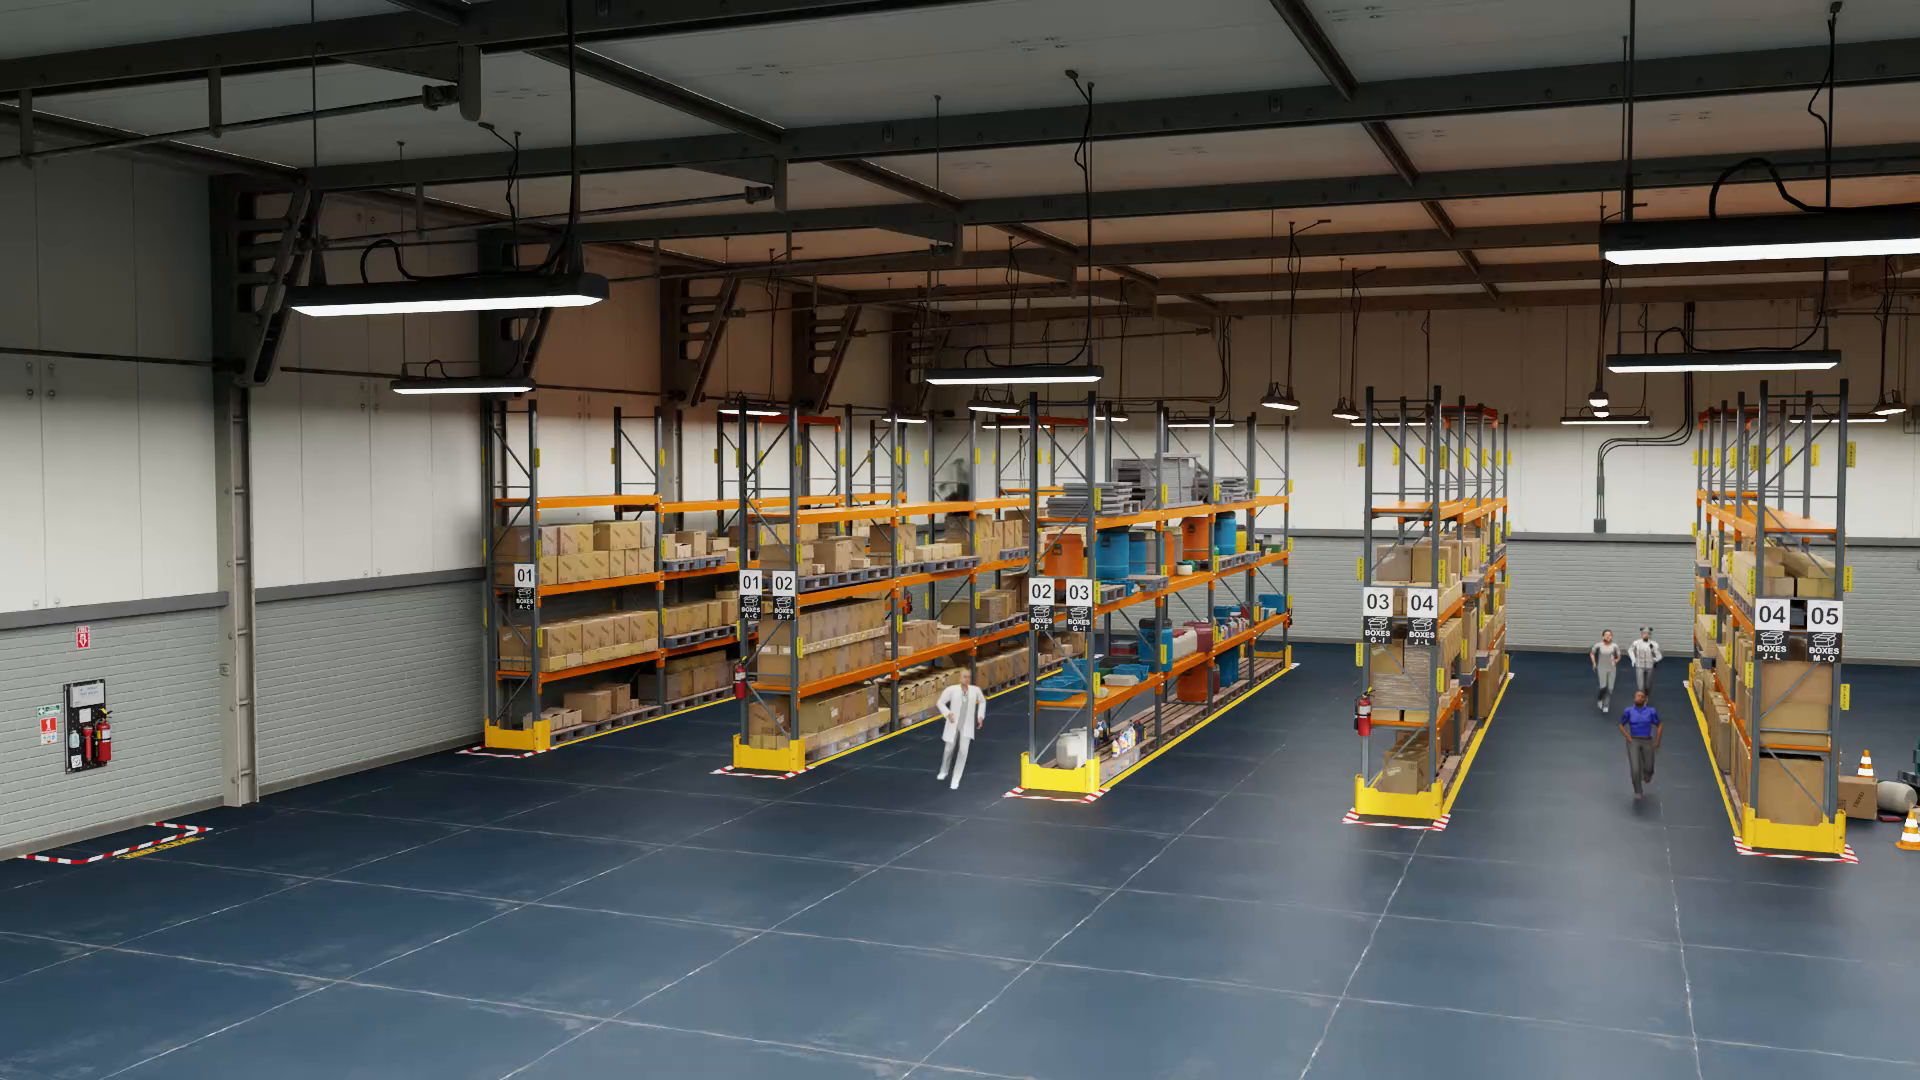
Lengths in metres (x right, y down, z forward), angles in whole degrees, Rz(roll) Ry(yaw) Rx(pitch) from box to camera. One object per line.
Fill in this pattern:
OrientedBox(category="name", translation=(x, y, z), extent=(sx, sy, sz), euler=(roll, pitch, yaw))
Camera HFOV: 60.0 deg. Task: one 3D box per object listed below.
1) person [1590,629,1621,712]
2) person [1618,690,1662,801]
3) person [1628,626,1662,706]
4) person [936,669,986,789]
OrientedBox(category="person", translation=(12.678, 2.570, 32.616), extent=(0.550, 1.629, 0.565), euler=(1, 3, 13))
OrientedBox(category="person", translation=(10.022, 3.007, 24.515), extent=(0.592, 1.600, 0.616), euler=(1, 3, 17))
OrientedBox(category="person", translation=(13.522, 2.543, 32.828), extent=(0.618, 1.703, 0.905), euler=(1, 3, 20))
OrientedBox(category="person", translation=(0.022, 2.880, 25.488), extent=(0.768, 1.804, 0.766), euler=(0, 3, -3))
